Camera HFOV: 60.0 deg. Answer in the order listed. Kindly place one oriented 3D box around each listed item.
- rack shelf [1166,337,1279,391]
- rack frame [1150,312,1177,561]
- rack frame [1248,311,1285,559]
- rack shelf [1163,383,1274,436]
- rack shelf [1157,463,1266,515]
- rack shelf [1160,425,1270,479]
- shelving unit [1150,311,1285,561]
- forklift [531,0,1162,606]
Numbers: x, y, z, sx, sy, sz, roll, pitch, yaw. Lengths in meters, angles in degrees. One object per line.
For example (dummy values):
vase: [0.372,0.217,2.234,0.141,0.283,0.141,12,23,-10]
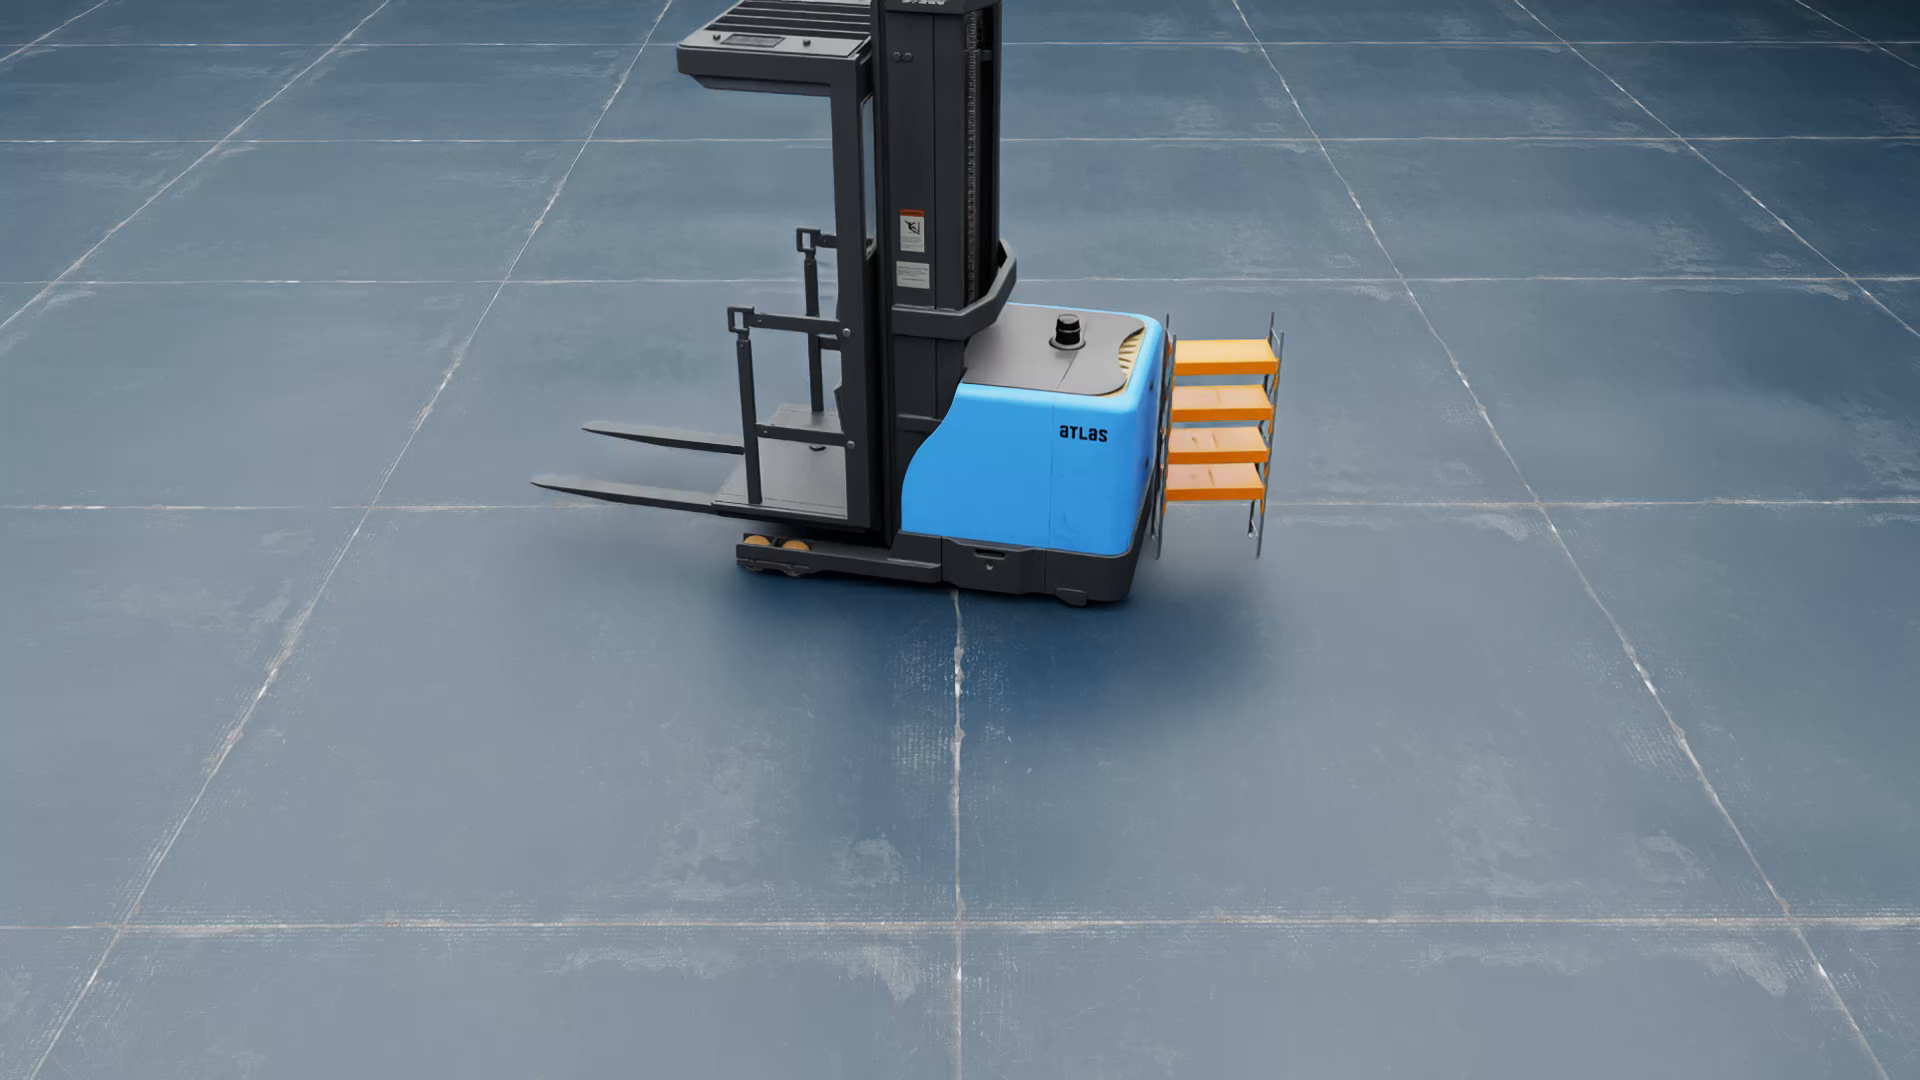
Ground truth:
rack shelf: [1.206,-0.816,7.680,0.480,0.148,0.258,-1,31,-2]
rack frame: [0.962,-0.475,7.875,0.015,1.200,0.240,-1,31,-2]
rack frame: [1.449,-0.485,7.892,0.015,1.200,0.240,-1,31,-2]
rack shelf: [1.206,-0.613,7.803,0.480,0.148,0.258,-1,31,-2]
rack shelf: [1.206,-0.252,8.022,0.480,0.148,0.258,-1,31,-2]
rack shelf: [1.206,-0.422,7.919,0.480,0.148,0.258,-1,31,-2]
shelving unit: [1.206,-0.480,7.884,0.503,1.200,0.258,-1,31,-2]
forklift: [-0.595,-1.341,7.634,3.031,2.935,1.130,7,32,11]
